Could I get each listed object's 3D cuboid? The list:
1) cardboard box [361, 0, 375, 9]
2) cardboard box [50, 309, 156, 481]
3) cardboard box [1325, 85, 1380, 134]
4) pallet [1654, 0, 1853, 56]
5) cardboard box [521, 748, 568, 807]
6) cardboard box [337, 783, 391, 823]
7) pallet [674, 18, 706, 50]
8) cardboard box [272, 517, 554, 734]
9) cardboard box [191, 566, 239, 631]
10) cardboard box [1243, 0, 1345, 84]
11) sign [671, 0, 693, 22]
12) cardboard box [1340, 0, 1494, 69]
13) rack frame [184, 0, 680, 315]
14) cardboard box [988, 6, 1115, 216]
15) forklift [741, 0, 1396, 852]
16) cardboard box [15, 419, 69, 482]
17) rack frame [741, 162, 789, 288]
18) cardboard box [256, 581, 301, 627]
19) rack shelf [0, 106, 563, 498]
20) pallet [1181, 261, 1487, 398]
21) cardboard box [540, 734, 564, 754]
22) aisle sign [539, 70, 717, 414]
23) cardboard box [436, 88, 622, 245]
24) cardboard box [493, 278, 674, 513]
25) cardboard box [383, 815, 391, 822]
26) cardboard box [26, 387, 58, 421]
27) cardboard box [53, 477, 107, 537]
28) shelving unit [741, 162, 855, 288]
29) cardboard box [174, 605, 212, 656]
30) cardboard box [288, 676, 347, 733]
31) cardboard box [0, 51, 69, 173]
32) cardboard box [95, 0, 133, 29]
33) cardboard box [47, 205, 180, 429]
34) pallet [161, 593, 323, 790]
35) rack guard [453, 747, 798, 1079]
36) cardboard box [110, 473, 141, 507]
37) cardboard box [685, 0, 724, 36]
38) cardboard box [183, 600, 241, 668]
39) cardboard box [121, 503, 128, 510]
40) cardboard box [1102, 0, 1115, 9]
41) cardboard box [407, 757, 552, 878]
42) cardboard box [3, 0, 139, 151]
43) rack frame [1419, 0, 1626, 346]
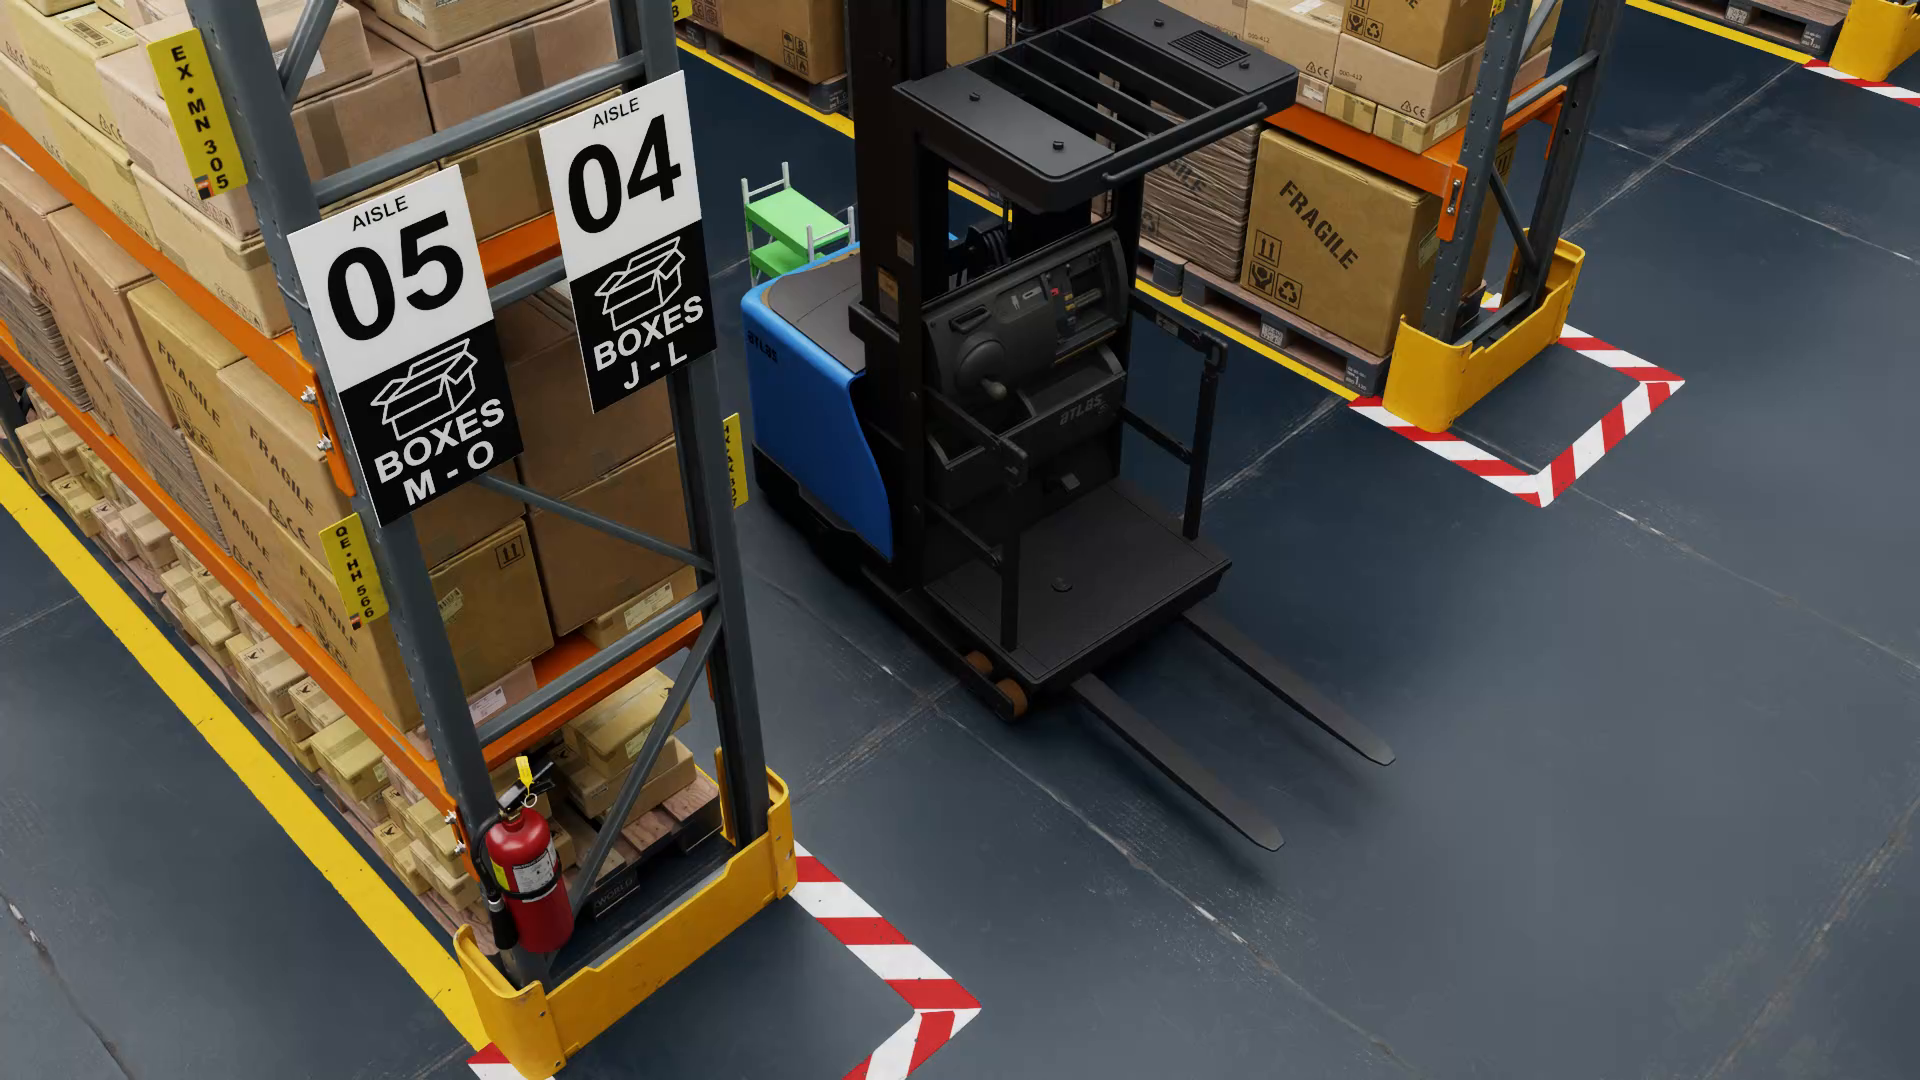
[{"bbox_3d":[-1.277,-1.408,3.919,0.380,0.149,0.250,-32,51,-30],"label":"cardboard box"},{"bbox_3d":[-2.611,-0.608,5.522,0.500,0.500,0.500,-31,51,-29],"label":"cardboard box"},{"bbox_3d":[1.872,-2.010,7.517,0.380,0.149,0.250,-34,52,-31],"label":"cardboard box"},{"bbox_3d":[5.493,-3.729,11.247,1.003,0.211,1.213,-34,53,-31],"label":"pallet"},{"bbox_3d":[-1.428,0.765,6.120,0.250,0.149,0.380,34,53,31],"label":"cardboard box"},{"bbox_3d":[-1.985,0.782,5.883,0.250,0.149,0.380,32,52,30],"label":"cardboard box"},{"bbox_3d":[-1.748,-3.783,11.306,1.003,0.211,1.213,-34,53,-31],"label":"pallet"},{"bbox_3d":[-1.542,0.126,4.728,0.500,0.500,0.500,-33,52,-31],"label":"cardboard box"},{"bbox_3d":[-2.685,0.144,6.354,0.380,0.149,0.250,-34,52,-31],"label":"cardboard box"},{"bbox_3d":[1.653,-2.368,7.612,0.500,0.250,0.500,33,52,31],"label":"cardboard box"},{"bbox_3d":[-0.658,-1.319,3.730,0.100,0.325,0.005,-34,53,-31],"label":"sign"},{"bbox_3d":[2.011,-2.402,7.096,0.500,0.500,0.500,-33,52,-31],"label":"cardboard box"},{"bbox_3d":[-1.042,-1.839,2.727,1.000,3.000,0.127,-34,53,-31],"label":"rack frame"},{"bbox_3d":[0.761,-2.472,9.089,0.875,0.875,0.875,-34,53,-31],"label":"cardboard box"},{"bbox_3d":[0.397,-0.751,6.021,1.130,2.935,3.031,-29,50,-28],"label":"forklift"},{"bbox_3d":[-3.838,-0.447,7.213,0.380,0.149,0.250,-32,51,-30],"label":"cardboard box"},{"bbox_3d":[-0.865,-1.193,7.774,0.240,1.200,0.015,-29,50,-28],"label":"rack frame"},{"bbox_3d":[-2.006,0.073,5.263,0.380,0.149,0.250,-33,52,-30],"label":"cardboard box"},{"bbox_3d":[-2.455,-1.434,5.029,1.077,0.370,4.000,-34,53,-31],"label":"rack shelf"},{"bbox_3d":[1.921,-1.287,8.605,1.003,0.211,1.213,-34,53,-31],"label":"pallet"},{"bbox_3d":[-1.384,0.614,6.064,0.250,0.149,0.380,34,52,31],"label":"cardboard box"},{"bbox_3d":[-0.778,-0.699,3.998,0.394,0.787,0.004,-34,53,-31],"label":"aisle sign"},{"bbox_3d":[-1.178,-1.021,4.162,0.500,0.250,0.500,-32,52,-30],"label":"cardboard box"},{"bbox_3d":[-1.171,-0.492,4.660,0.500,0.500,0.500,34,52,31],"label":"cardboard box"},{"bbox_3d":[-1.940,0.861,6.017,0.250,0.149,0.380,34,52,31],"label":"cardboard box"},{"bbox_3d":[-3.770,-0.619,7.180,0.380,0.149,0.250,-32,51,-30],"label":"cardboard box"},{"bbox_3d":[-3.649,-0.208,7.174,0.380,0.149,0.250,-33,52,-30],"label":"cardboard box"},{"bbox_3d":[-0.710,-1.065,7.636,0.258,1.200,0.503,-29,50,-28],"label":"shelving unit"},{"bbox_3d":[-2.892,0.268,6.658,0.250,0.149,0.380,33,52,30],"label":"cardboard box"},{"bbox_3d":[-2.143,0.539,5.927,0.250,0.149,0.380,32,52,30],"label":"cardboard box"},{"bbox_3d":[-2.257,-1.261,4.422,0.500,0.250,0.500,-32,51,-30],"label":"cardboard box"},{"bbox_3d":[-1.772,-1.320,3.824,0.250,0.149,0.380,33,52,30],"label":"cardboard box"},{"bbox_3d":[-2.273,-0.739,4.927,0.500,0.500,0.500,-31,51,-29],"label":"cardboard box"},{"bbox_3d":[-2.502,0.358,6.824,1.003,0.211,1.213,-34,53,-31],"label":"pallet"},{"bbox_3d":[-1.096,1.246,5.651,1.175,0.500,0.348,-34,53,-31],"label":"rack guard"},{"bbox_3d":[-3.204,-0.246,6.776,0.250,0.149,0.380,33,52,30],"label":"cardboard box"},{"bbox_3d":[-1.382,-3.987,10.728,0.875,0.875,1.225,32,52,30],"label":"cardboard box"},{"bbox_3d":[-2.742,0.288,6.417,0.380,0.149,0.250,-34,52,-31],"label":"cardboard box"},{"bbox_3d":[-3.209,-0.137,6.878,0.250,0.149,0.380,32,51,30],"label":"cardboard box"},{"bbox_3d":[0.791,-2.744,8.312,0.250,0.149,0.380,33,52,30],"label":"cardboard box"},{"bbox_3d":[-1.595,0.906,5.530,0.380,0.149,0.250,-33,52,-31],"label":"cardboard box"},{"bbox_3d":[-1.910,-1.211,3.999,0.500,0.250,0.500,33,52,30],"label":"cardboard box"},{"bbox_3d":[2.541,-1.964,7.283,1.000,3.000,0.127,-34,53,-31],"label":"rack frame"}]
